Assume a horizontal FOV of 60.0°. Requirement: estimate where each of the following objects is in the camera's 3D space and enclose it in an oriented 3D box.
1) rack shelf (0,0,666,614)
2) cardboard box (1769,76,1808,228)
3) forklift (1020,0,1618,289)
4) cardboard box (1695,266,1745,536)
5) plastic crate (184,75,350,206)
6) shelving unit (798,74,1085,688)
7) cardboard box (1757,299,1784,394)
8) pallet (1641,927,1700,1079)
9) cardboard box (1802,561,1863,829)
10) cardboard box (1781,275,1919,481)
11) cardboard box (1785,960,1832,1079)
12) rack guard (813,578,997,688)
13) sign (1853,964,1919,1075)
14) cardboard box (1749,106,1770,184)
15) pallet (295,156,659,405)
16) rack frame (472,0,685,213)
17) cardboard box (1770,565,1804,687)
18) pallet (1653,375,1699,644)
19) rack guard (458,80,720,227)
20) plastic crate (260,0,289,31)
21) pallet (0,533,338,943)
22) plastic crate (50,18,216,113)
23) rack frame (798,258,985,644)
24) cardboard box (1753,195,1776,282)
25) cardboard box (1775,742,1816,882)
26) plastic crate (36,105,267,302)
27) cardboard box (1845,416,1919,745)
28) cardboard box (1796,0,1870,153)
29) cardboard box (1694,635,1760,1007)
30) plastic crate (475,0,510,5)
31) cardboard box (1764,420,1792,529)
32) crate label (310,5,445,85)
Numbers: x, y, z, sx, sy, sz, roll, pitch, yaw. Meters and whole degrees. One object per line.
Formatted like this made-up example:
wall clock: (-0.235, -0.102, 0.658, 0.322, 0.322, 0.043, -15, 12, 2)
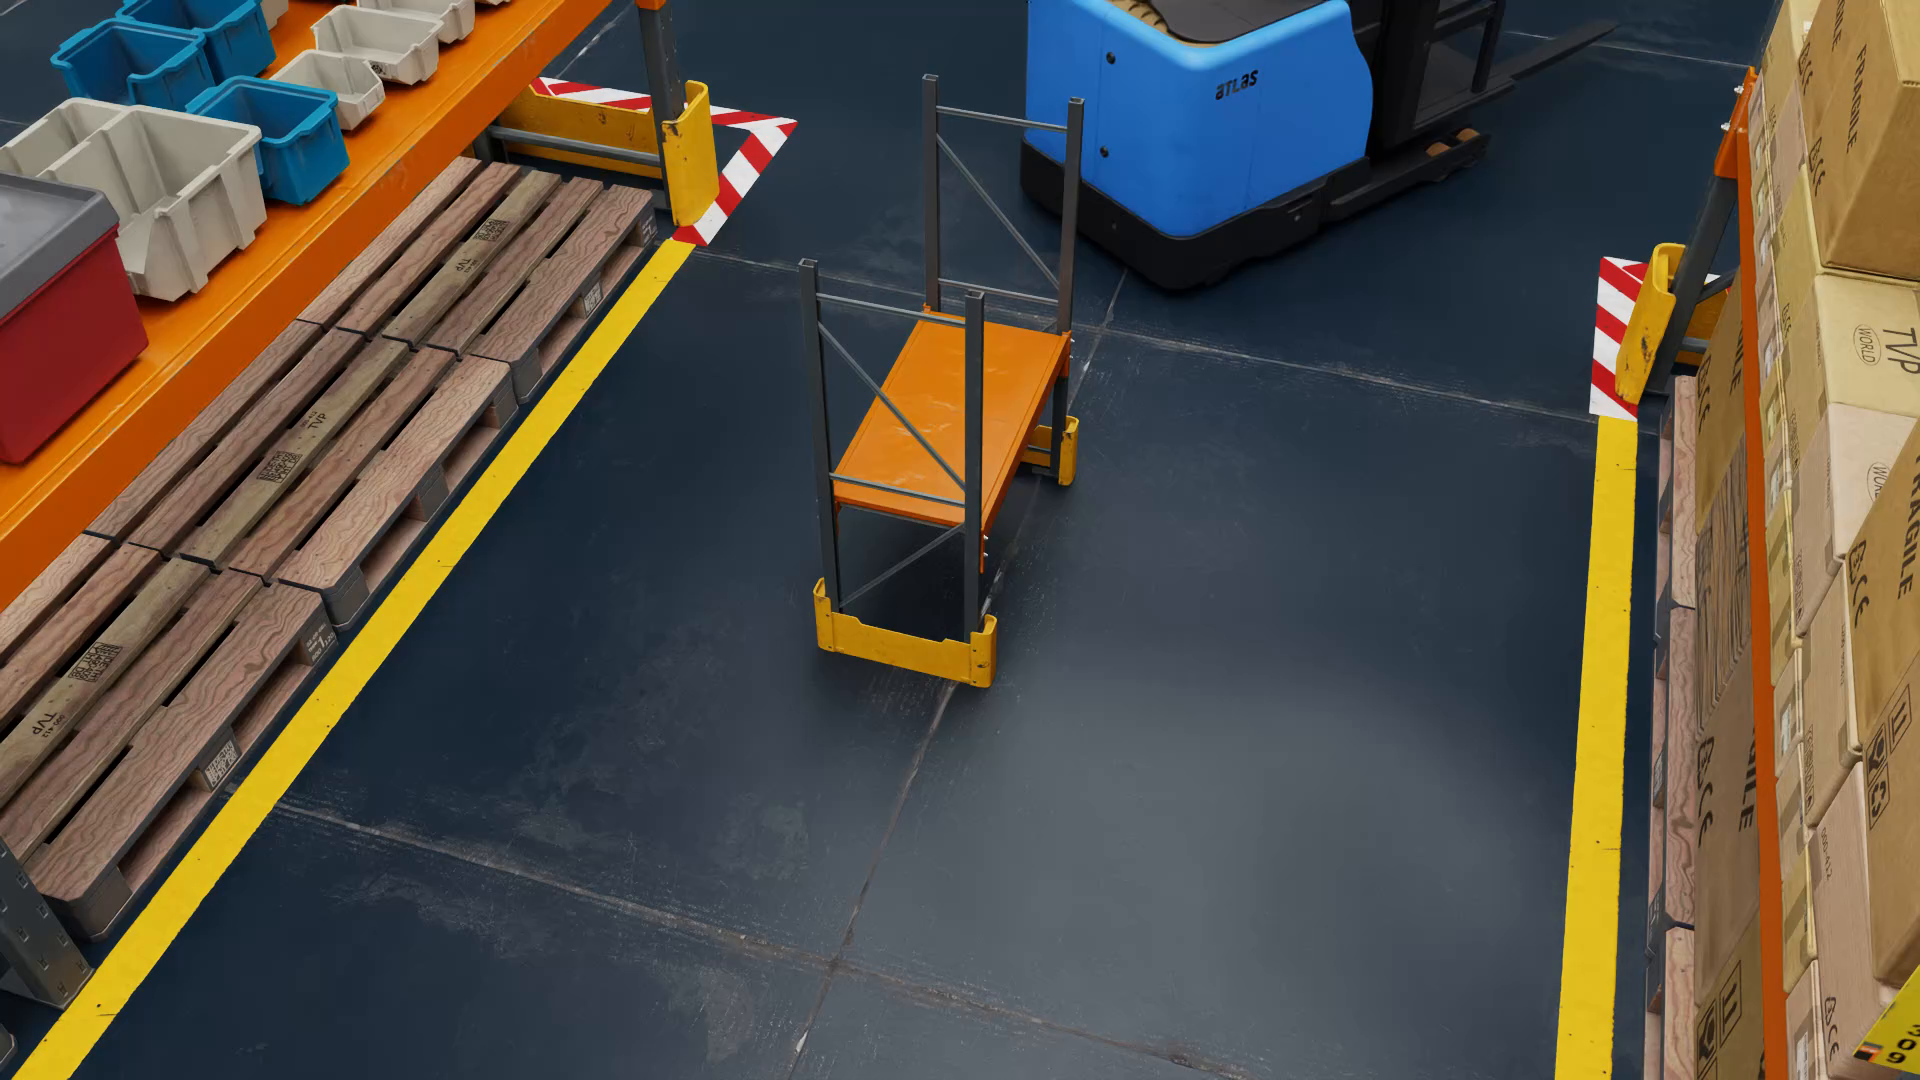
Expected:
rack shelf: (-2.250, -1.032, 5.174, 1.077, 0.370, 4.000, 13, 46, 13)
cardboard box: (2.523, -1.015, 4.537, 0.500, 0.250, 0.500, 12, 46, 12)
forklift: (1.740, -2.904, 6.622, 3.031, 2.935, 1.130, -28, 51, -26)
cardboard box: (2.959, -0.520, 5.356, 0.875, 0.875, 0.875, 13, 46, 13)
plastic crate: (-2.022, -1.160, 4.868, 0.416, 0.233, 0.300, 13, 46, 13)
shelving unit: (-0.023, -0.485, 5.174, 0.587, 1.500, 1.083, 13, 46, 13)
cardboard box: (2.267, -0.459, 4.254, 0.380, 0.149, 0.250, 12, 46, 12)
pallet: (2.170, 1.600, 3.964, 1.003, 0.211, 1.213, 13, 46, 13)
cardboard box: (1.903, 0.345, 3.147, 0.500, 0.250, 0.500, 14, 46, 14)
cardboard box: (2.214, -0.332, 3.839, 0.500, 0.250, 0.500, 12, 46, 12)
cardboard box: (1.645, 0.910, 2.854, 0.380, 0.149, 0.250, 13, 46, 13)
rack guard: (-0.174, 0.293, 5.271, 0.587, 0.250, 0.087, 13, 46, 13)
sign: (1.336, 0.639, 2.277, 0.100, 0.325, 0.005, 13, 46, 13)
cardboard box: (2.578, -1.145, 4.955, 0.380, 0.149, 0.250, 12, 46, 12)
pallet: (-1.931, -1.084, 6.707, 1.003, 0.211, 1.213, 13, 46, 13)
rack frame: (-1.644, -2.622, 6.285, 1.000, 3.000, 0.127, 13, 46, 13)
cardboard box: (1.956, 0.224, 3.556, 0.380, 0.149, 0.250, 13, 46, 13)
pallet: (2.909, -0.027, 5.626, 1.003, 0.211, 1.213, 13, 46, 13)
rack guard: (-1.649, -1.747, 7.178, 1.175, 0.500, 0.348, 13, 46, 13)
plastic crate: (-2.414, -1.806, 5.596, 0.250, 0.136, 0.298, 13, 46, 13)
pallet: (-2.670, 0.543, 5.045, 1.003, 0.211, 1.213, 13, 46, 13)
plastic crate: (-2.522, -1.411, 5.124, 0.416, 0.233, 0.300, 13, 46, 13)
rack frame: (-0.180, -0.140, 4.821, 0.500, 1.500, 0.032, 13, 46, 13)
cardboard box: (2.423, -0.800, 4.603, 0.380, 0.149, 0.250, 12, 46, 12)
cardboard box: (1.801, 0.568, 3.205, 0.380, 0.149, 0.250, 12, 46, 12)
plastic crate: (-2.217, -0.914, 4.581, 0.437, 0.282, 0.530, 13, 46, 13)
cardboard box: (1.905, 0.076, 2.886, 0.500, 0.500, 0.500, 13, 46, 13)
cardboard box: (2.522, -1.298, 4.290, 0.500, 0.500, 0.500, 12, 46, 12)
cardboard box: (2.414, 0.680, 4.130, 0.875, 0.875, 0.875, 13, 46, 13)
plastic crate: (-1.718, -1.967, 5.761, 0.396, 0.136, 0.243, 13, 46, 13)
cardboard box: (2.112, -0.116, 3.903, 0.380, 0.149, 0.250, 13, 46, 13)
crate label: (-1.881, -1.586, 5.372, 0.396, 0.136, 0.243, 13, 46, 13)
